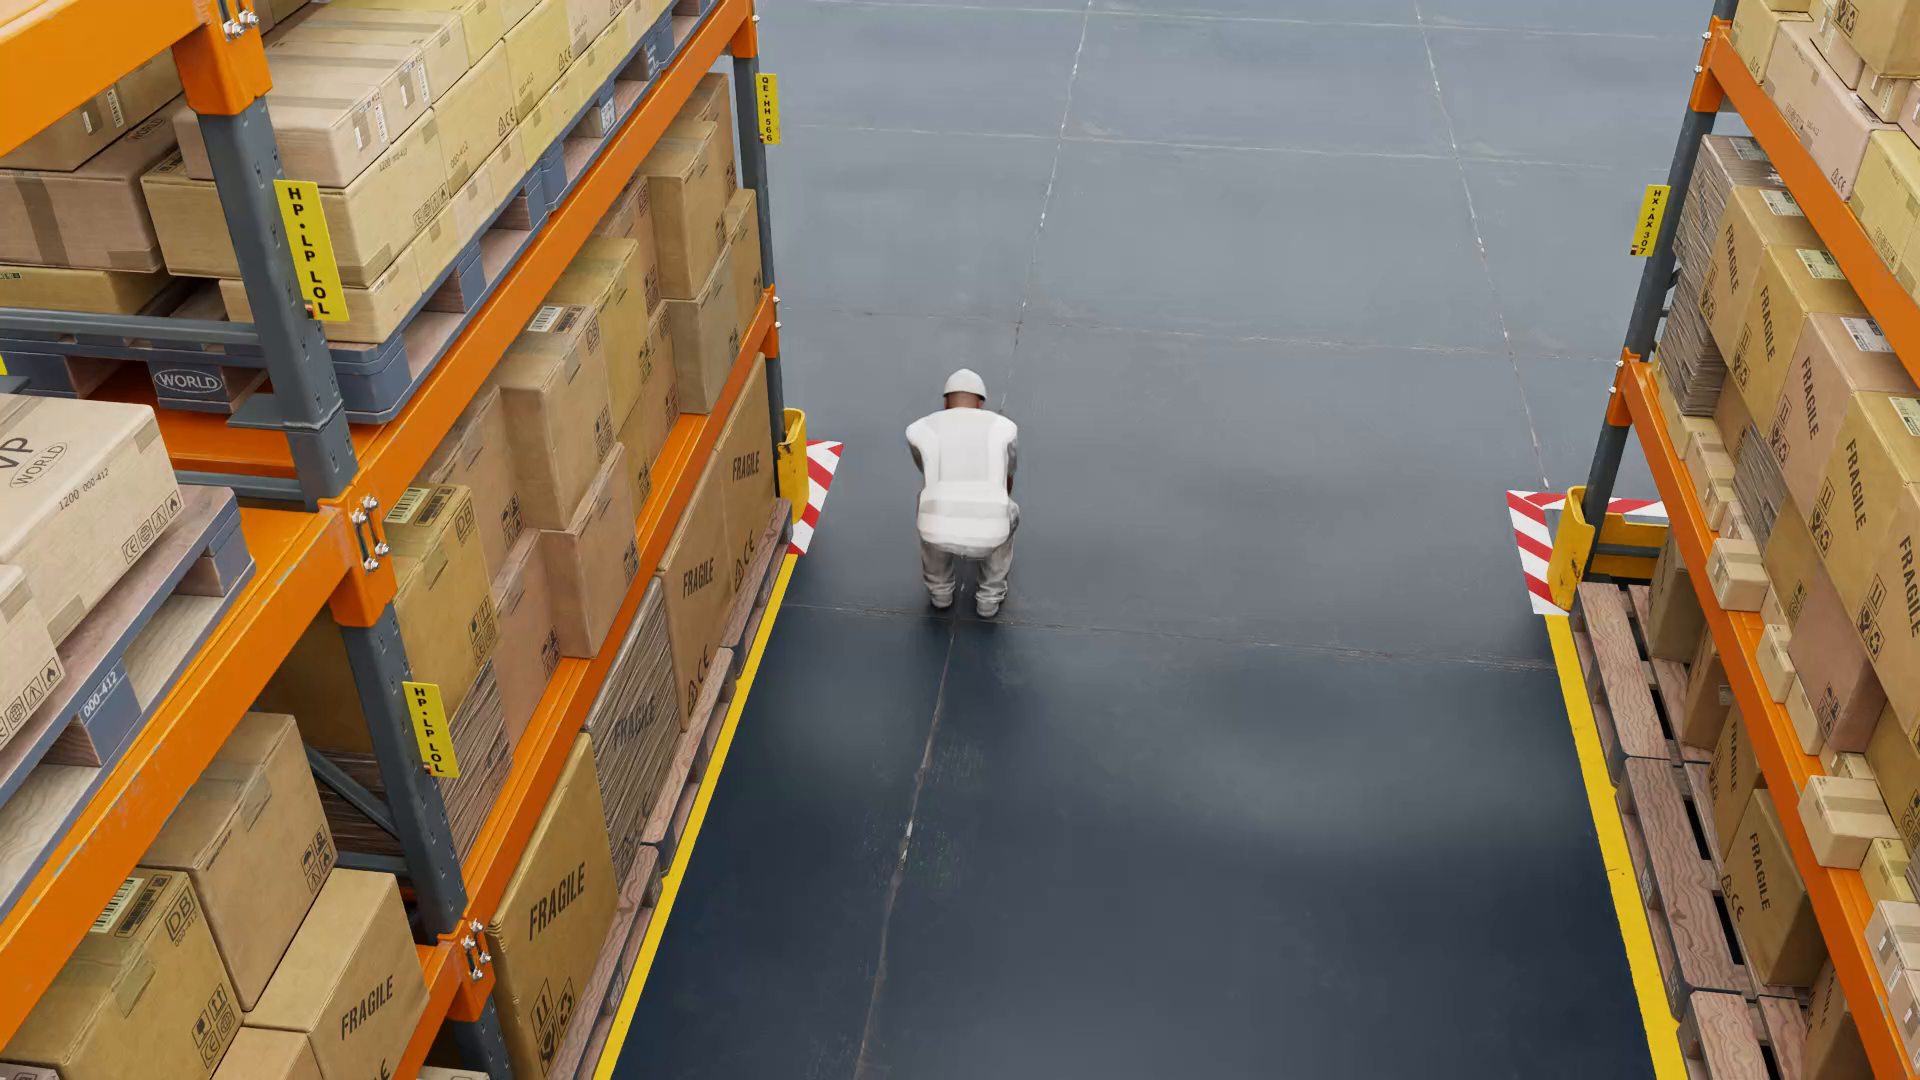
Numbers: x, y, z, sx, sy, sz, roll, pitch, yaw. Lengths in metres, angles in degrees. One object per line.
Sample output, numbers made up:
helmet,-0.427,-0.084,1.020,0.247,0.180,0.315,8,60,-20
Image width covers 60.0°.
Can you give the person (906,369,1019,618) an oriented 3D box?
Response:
person,0.011,-0.197,7.972,0.555,1.001,0.926,3,36,5
